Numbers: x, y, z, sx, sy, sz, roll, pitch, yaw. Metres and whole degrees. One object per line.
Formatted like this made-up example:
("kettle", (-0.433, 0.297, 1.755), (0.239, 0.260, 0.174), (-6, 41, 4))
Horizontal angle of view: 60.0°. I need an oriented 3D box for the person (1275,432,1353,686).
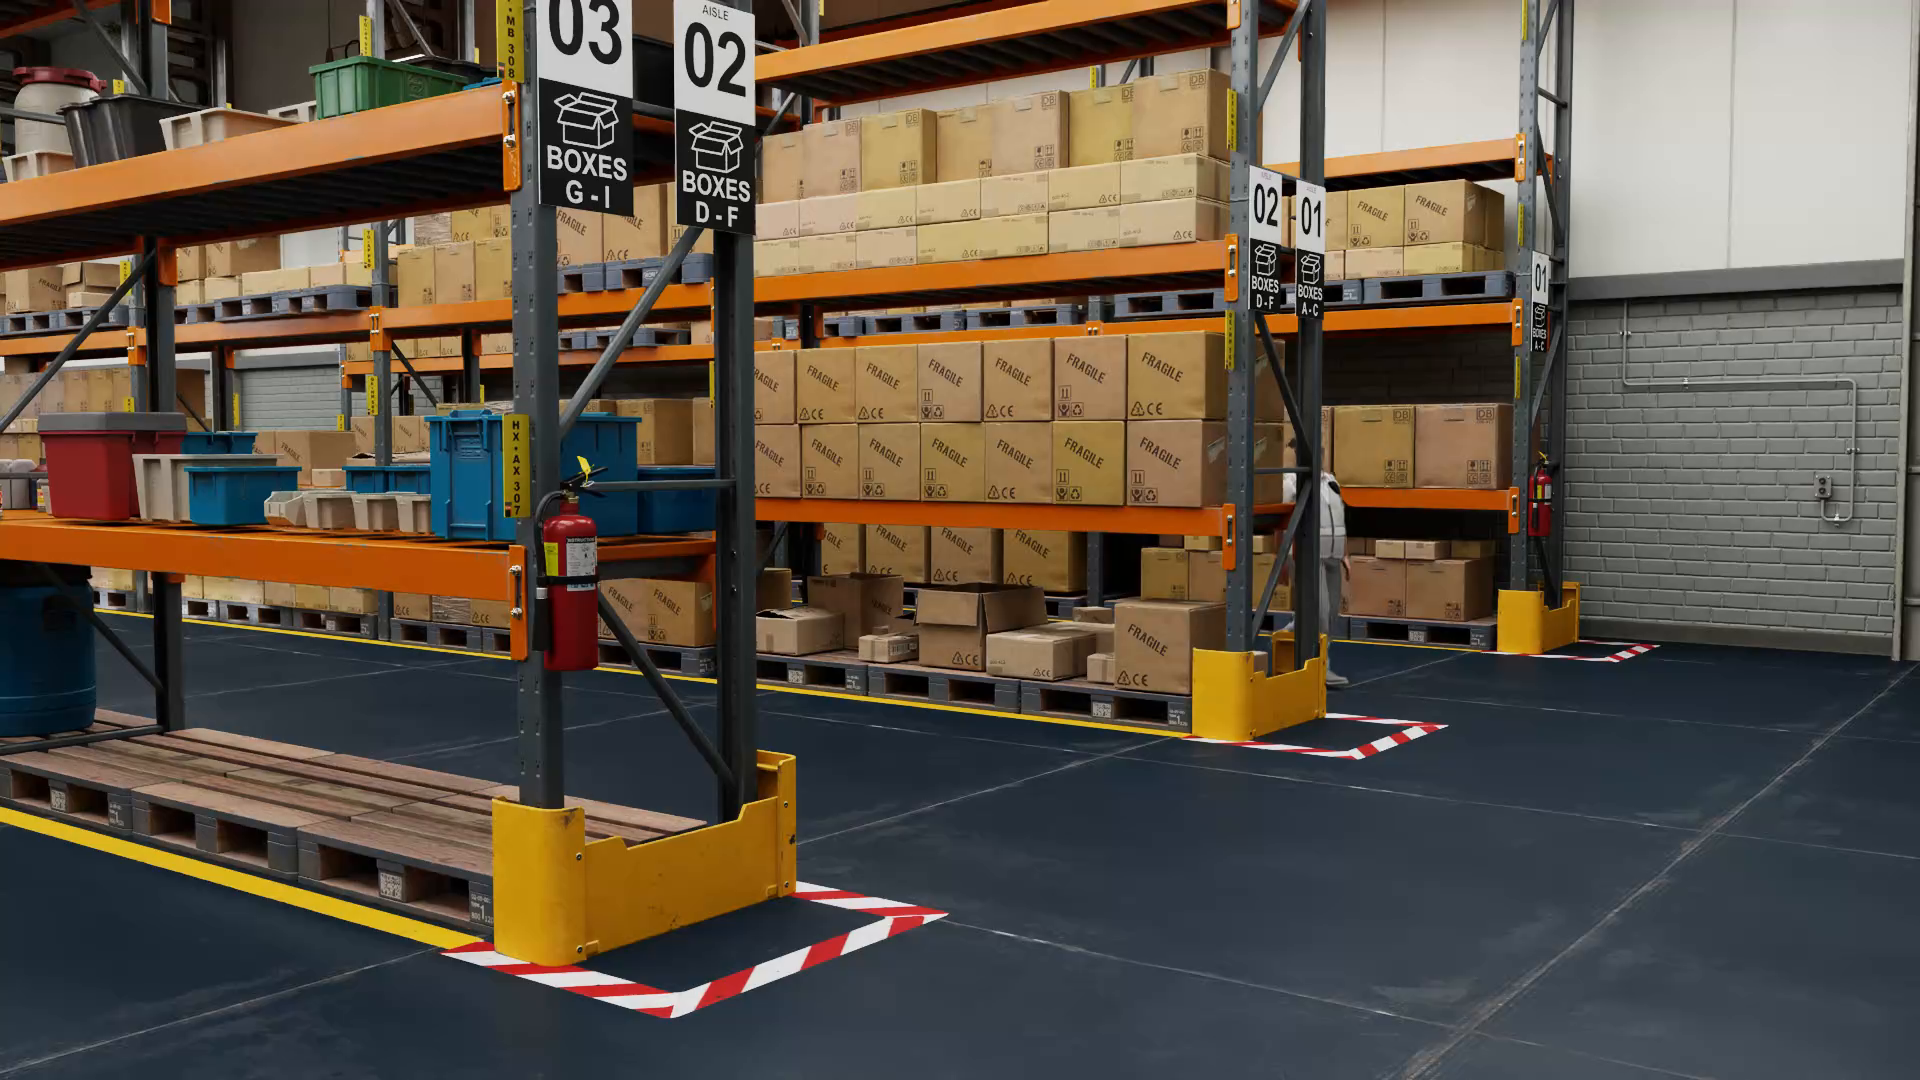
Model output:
("person", (2.457, 0.106, 11.618), (0.532, 1.735, 0.892), (-2, 4, -32))
